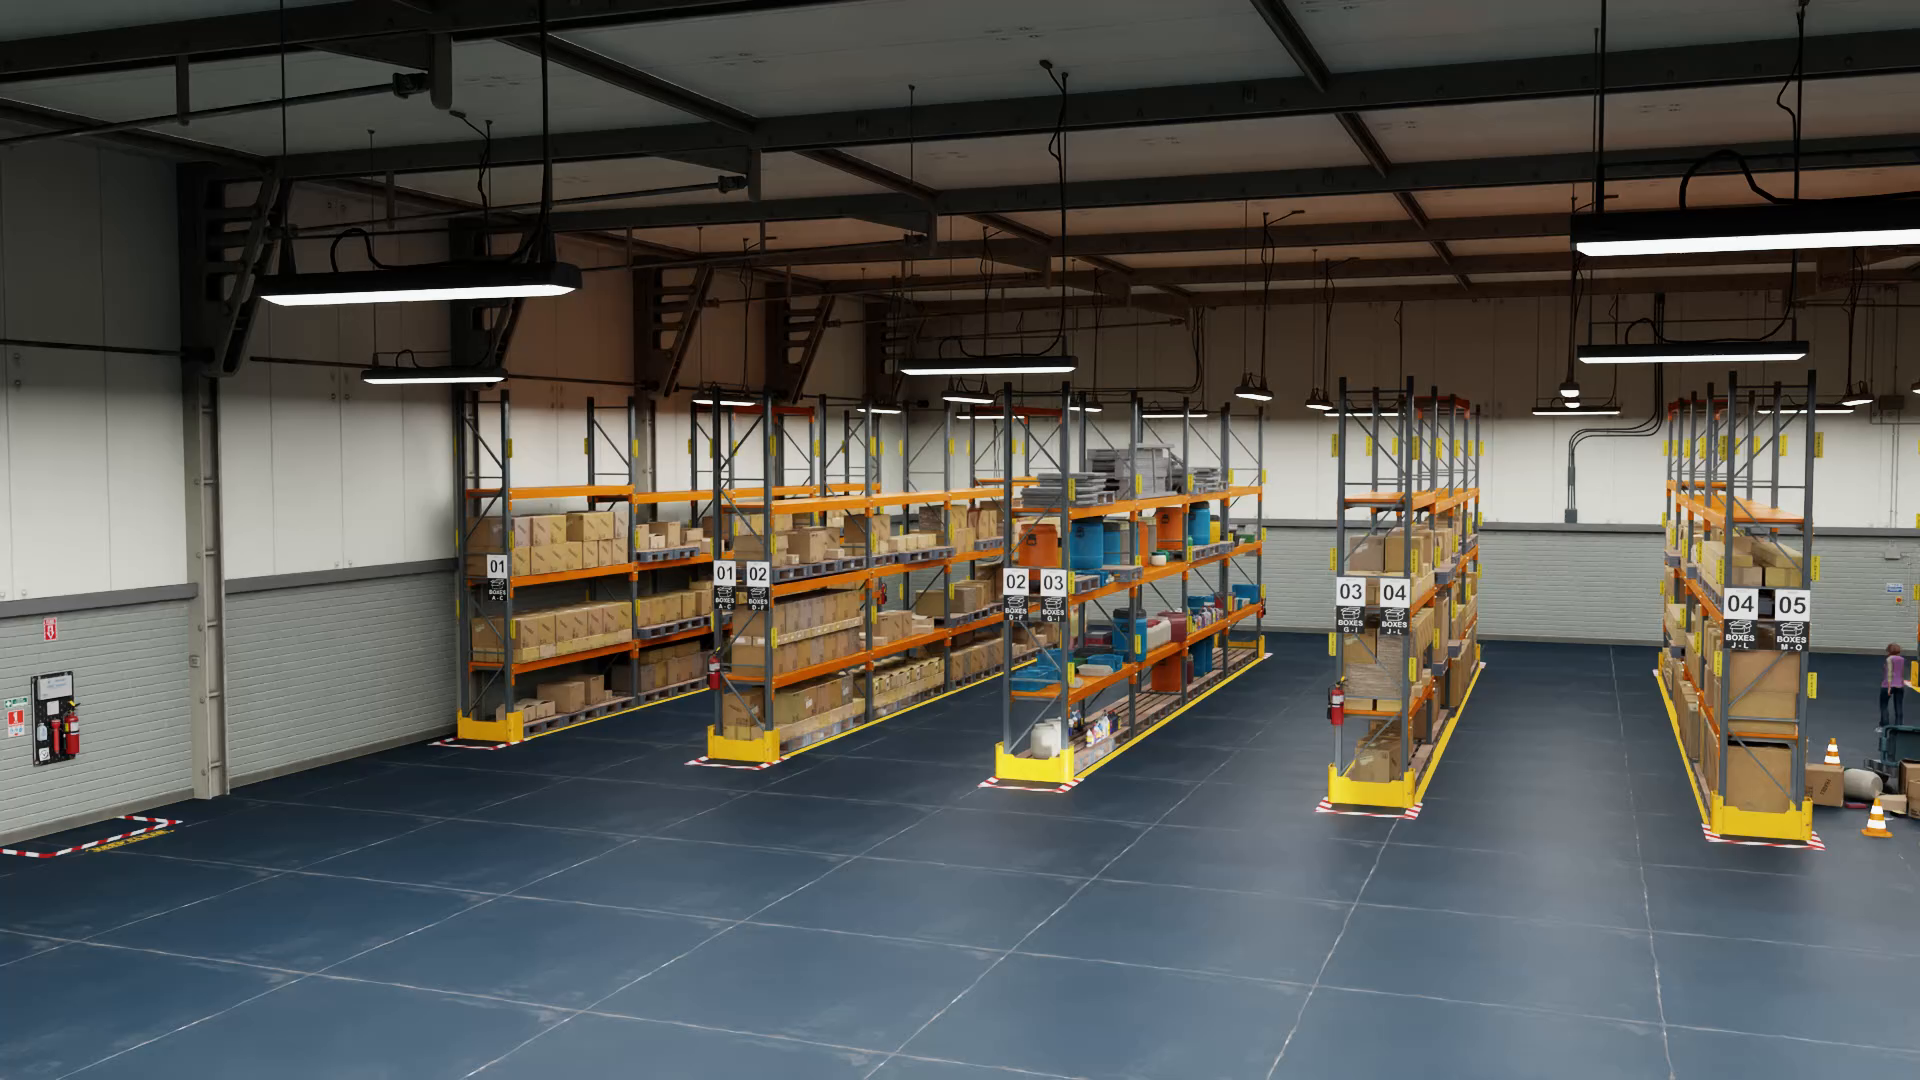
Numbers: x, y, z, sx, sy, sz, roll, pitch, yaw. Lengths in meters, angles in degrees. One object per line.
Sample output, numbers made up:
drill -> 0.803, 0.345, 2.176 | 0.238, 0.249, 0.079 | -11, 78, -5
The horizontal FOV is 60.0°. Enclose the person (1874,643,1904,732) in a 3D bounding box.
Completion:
person -> 16.383, 2.618, 29.147 | 0.408, 1.616, 0.630 | 0, 3, 5

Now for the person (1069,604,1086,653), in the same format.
person -> 2.594, 2.140, 37.020 | 0.455, 1.610, 1.058 | 1, 3, 18
